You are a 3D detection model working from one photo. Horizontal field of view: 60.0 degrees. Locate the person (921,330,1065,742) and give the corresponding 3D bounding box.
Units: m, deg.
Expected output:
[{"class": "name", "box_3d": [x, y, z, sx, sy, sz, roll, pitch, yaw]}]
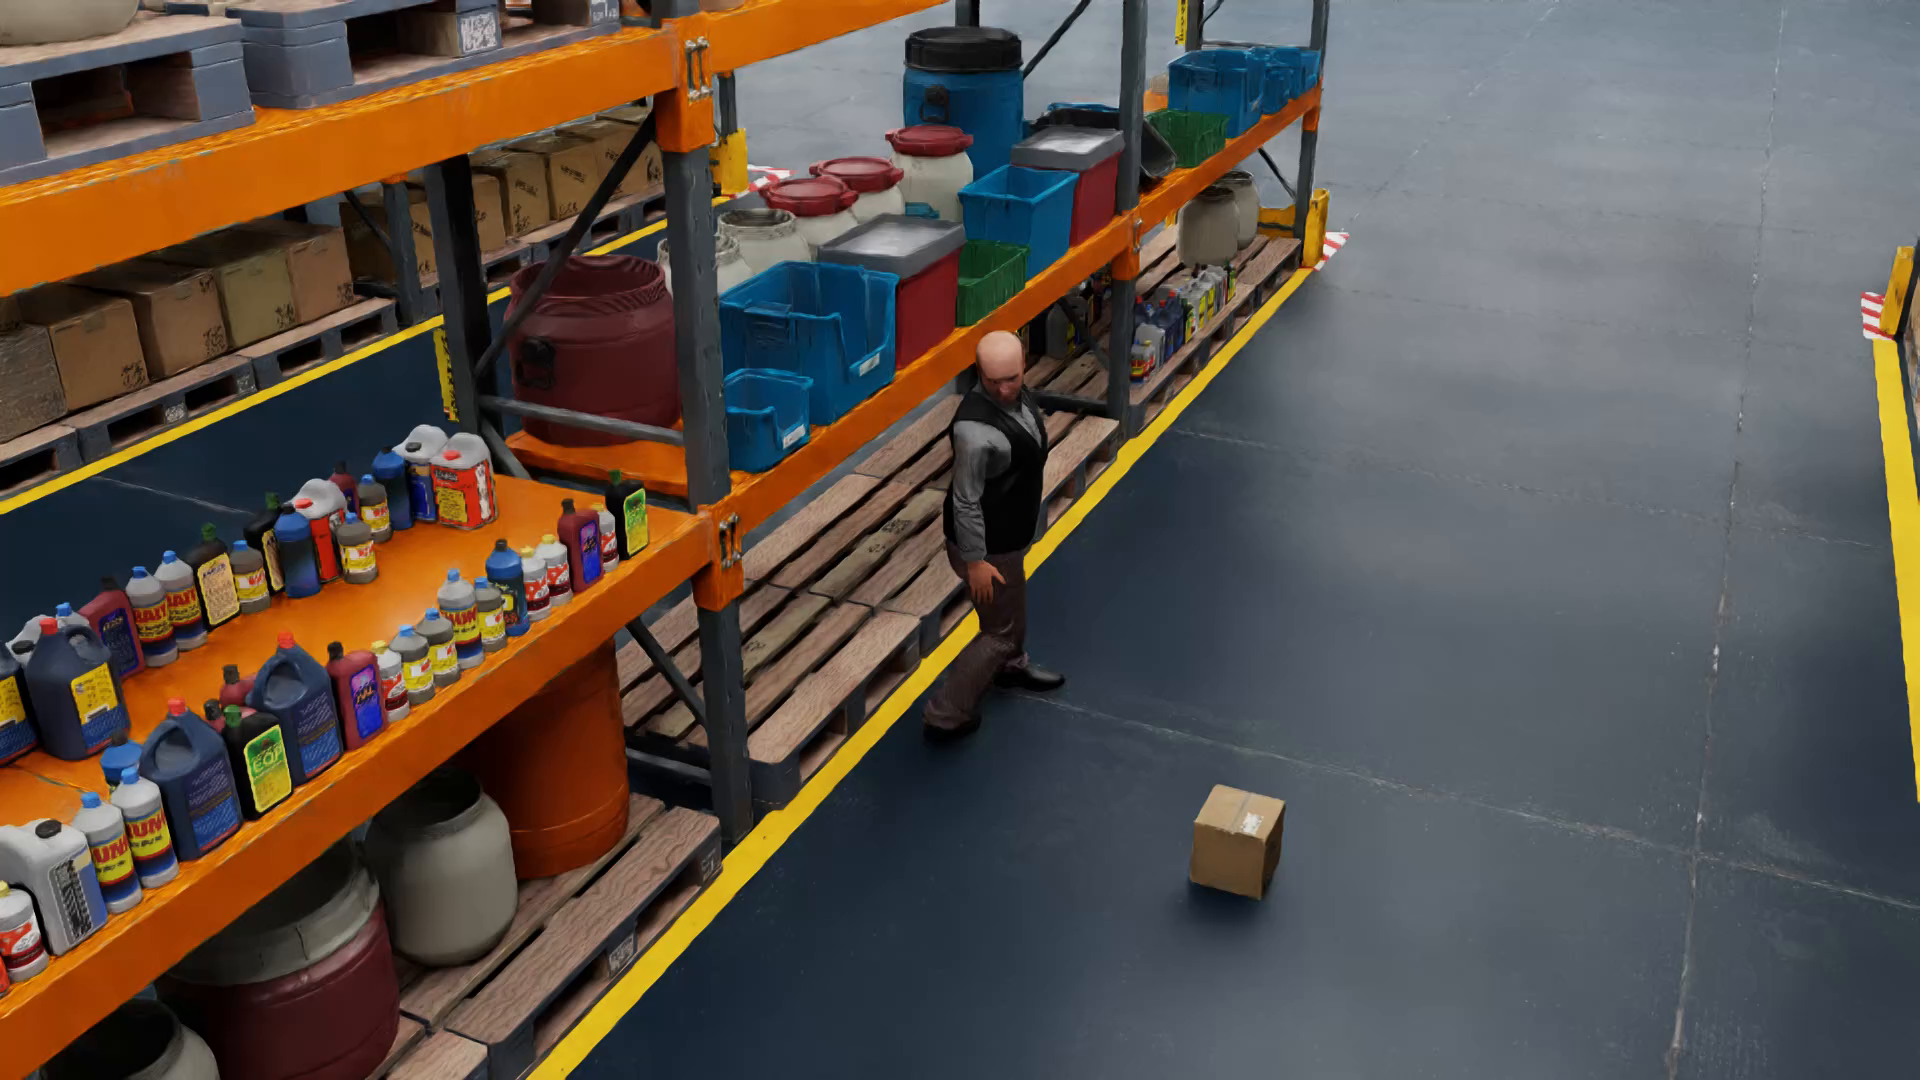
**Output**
[{"class": "person", "box_3d": [0.140, -0.042, 6.263, 0.569, 1.670, 0.662, 1, 26, 1]}]
